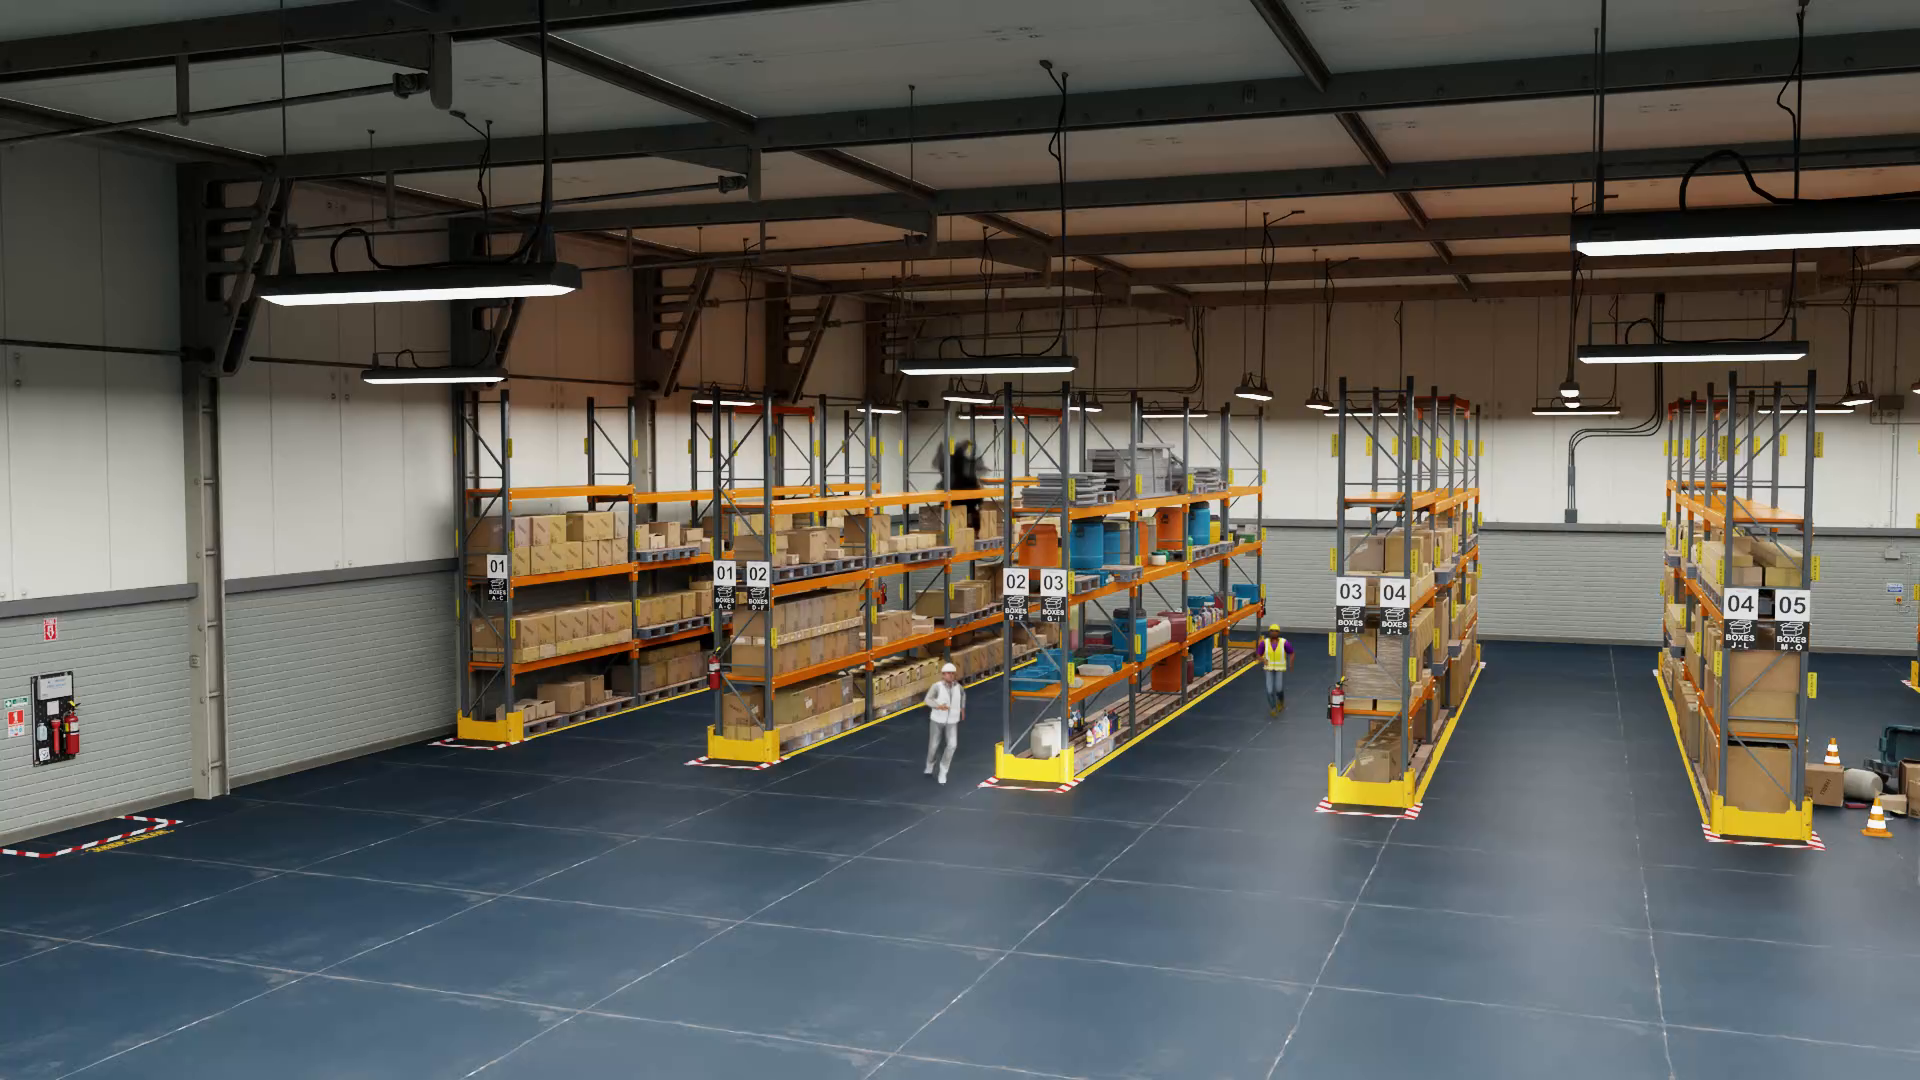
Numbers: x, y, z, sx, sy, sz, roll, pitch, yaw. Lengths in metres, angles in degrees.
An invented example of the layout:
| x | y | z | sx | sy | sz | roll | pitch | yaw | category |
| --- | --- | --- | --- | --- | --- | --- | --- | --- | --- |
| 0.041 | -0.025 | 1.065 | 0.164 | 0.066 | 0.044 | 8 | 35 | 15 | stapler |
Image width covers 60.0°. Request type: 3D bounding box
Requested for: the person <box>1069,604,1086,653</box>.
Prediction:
| x | y | z | sx | sy | sz | roll | pitch | yaw | category |
| --- | --- | --- | --- | --- | --- | --- | --- | --- | --- |
| 2.351 | 1.917 | 35.304 | 0.576 | 1.737 | 0.776 | 1 | 3 | 18 | person |

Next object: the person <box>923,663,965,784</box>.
| x | y | z | sx | sy | sz | roll | pitch | yaw | category |
| --- | --- | --- | --- | --- | --- | --- | --- | --- | --- |
| -0.218 | 2.753 | 25.121 | 0.700 | 1.809 | 0.738 | -1 | 3 | -14 | person |

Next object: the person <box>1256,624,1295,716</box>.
| x | y | z | sx | sy | sz | roll | pitch | yaw | category |
| --- | --- | --- | --- | --- | --- | --- | --- | --- | --- |
| 5.864 | 2.430 | 30.989 | 0.693 | 1.724 | 0.575 | 1 | 3 | 15 | person |
